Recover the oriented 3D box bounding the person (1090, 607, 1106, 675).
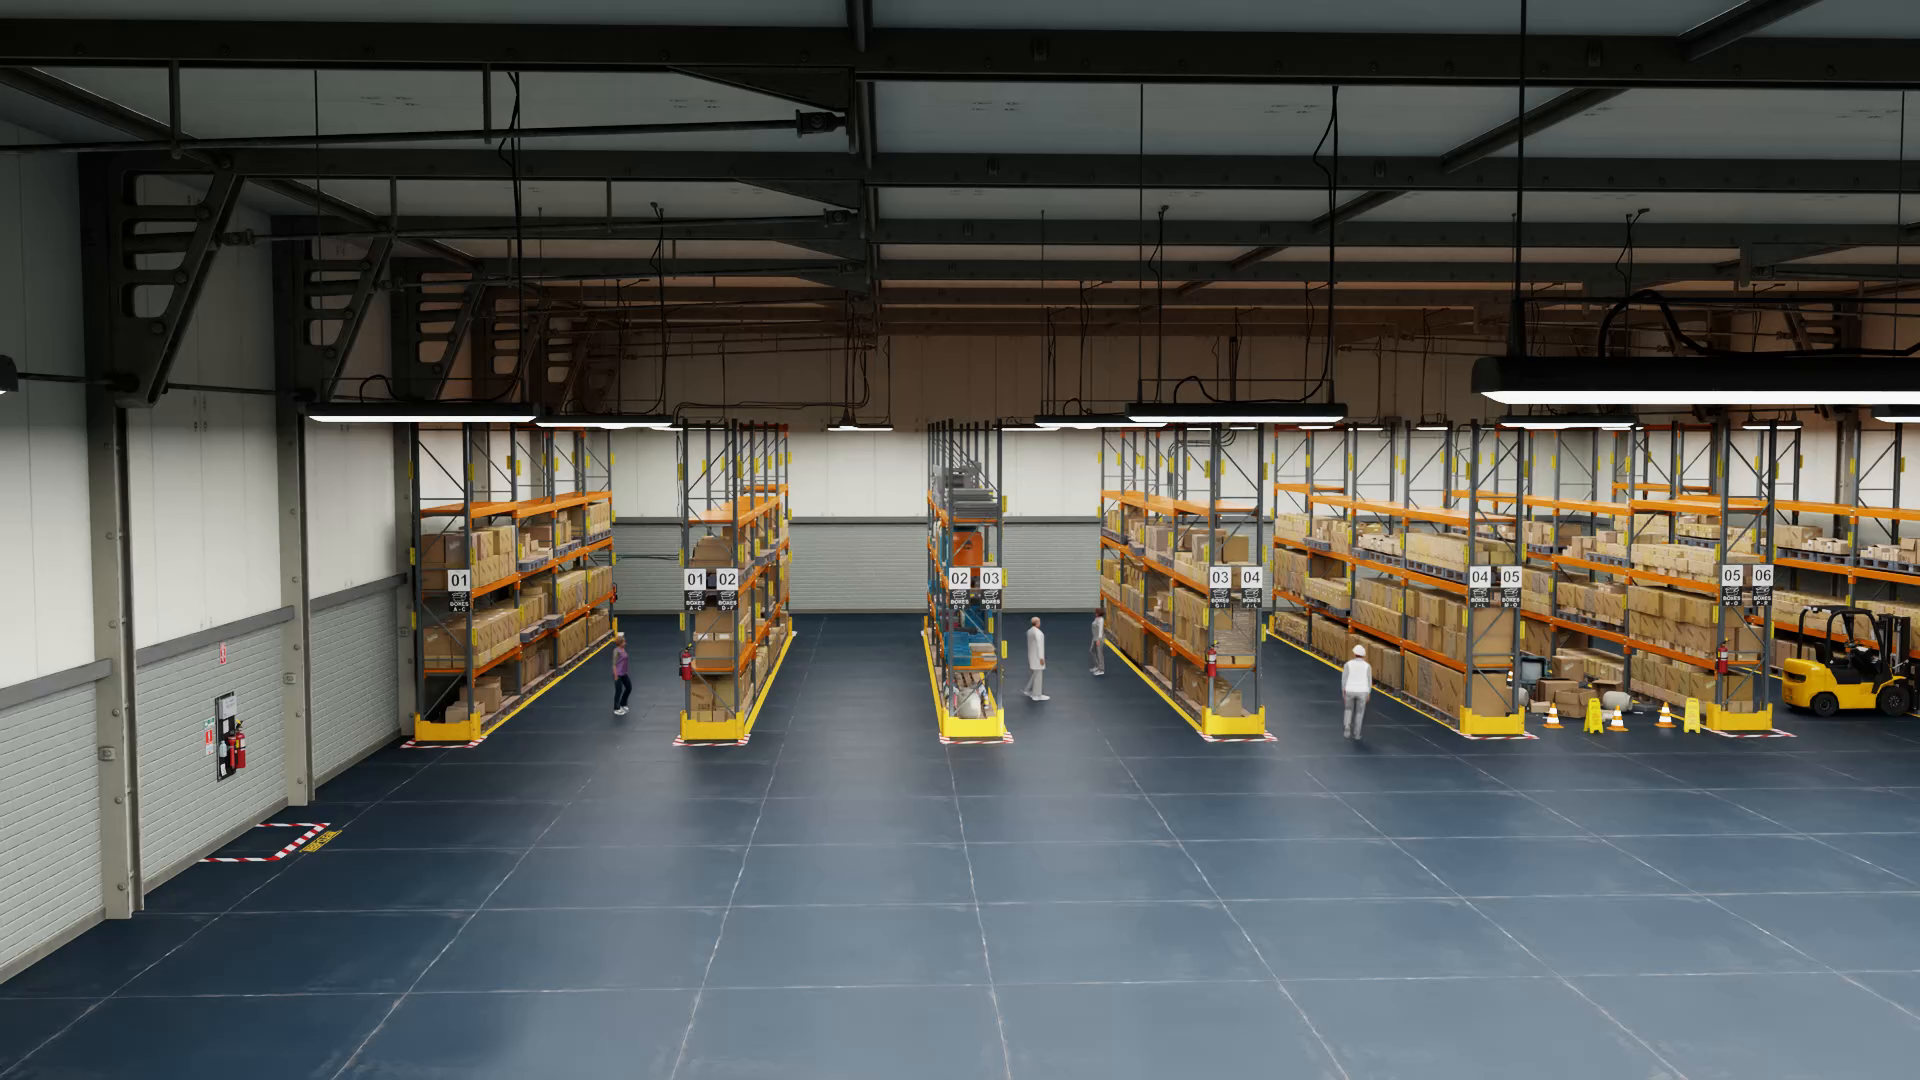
[{"bbox_3d":[3.278,2.386,39.476,0.350,1.600,0.467,-1,4,-11],"label":"person"}]

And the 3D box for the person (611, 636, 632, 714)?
[{"bbox_3d":[-6.946,2.763,33.960,0.342,1.603,0.534,1,4,19],"label":"person"}]

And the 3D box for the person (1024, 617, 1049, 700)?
[{"bbox_3d":[1.669,2.556,35.745,0.458,1.805,0.655,-1,4,-18],"label":"person"}]

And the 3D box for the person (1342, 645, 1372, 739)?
[{"bbox_3d":[7.394,2.838,30.989,0.529,1.767,0.538,2,4,26],"label":"person"}]
